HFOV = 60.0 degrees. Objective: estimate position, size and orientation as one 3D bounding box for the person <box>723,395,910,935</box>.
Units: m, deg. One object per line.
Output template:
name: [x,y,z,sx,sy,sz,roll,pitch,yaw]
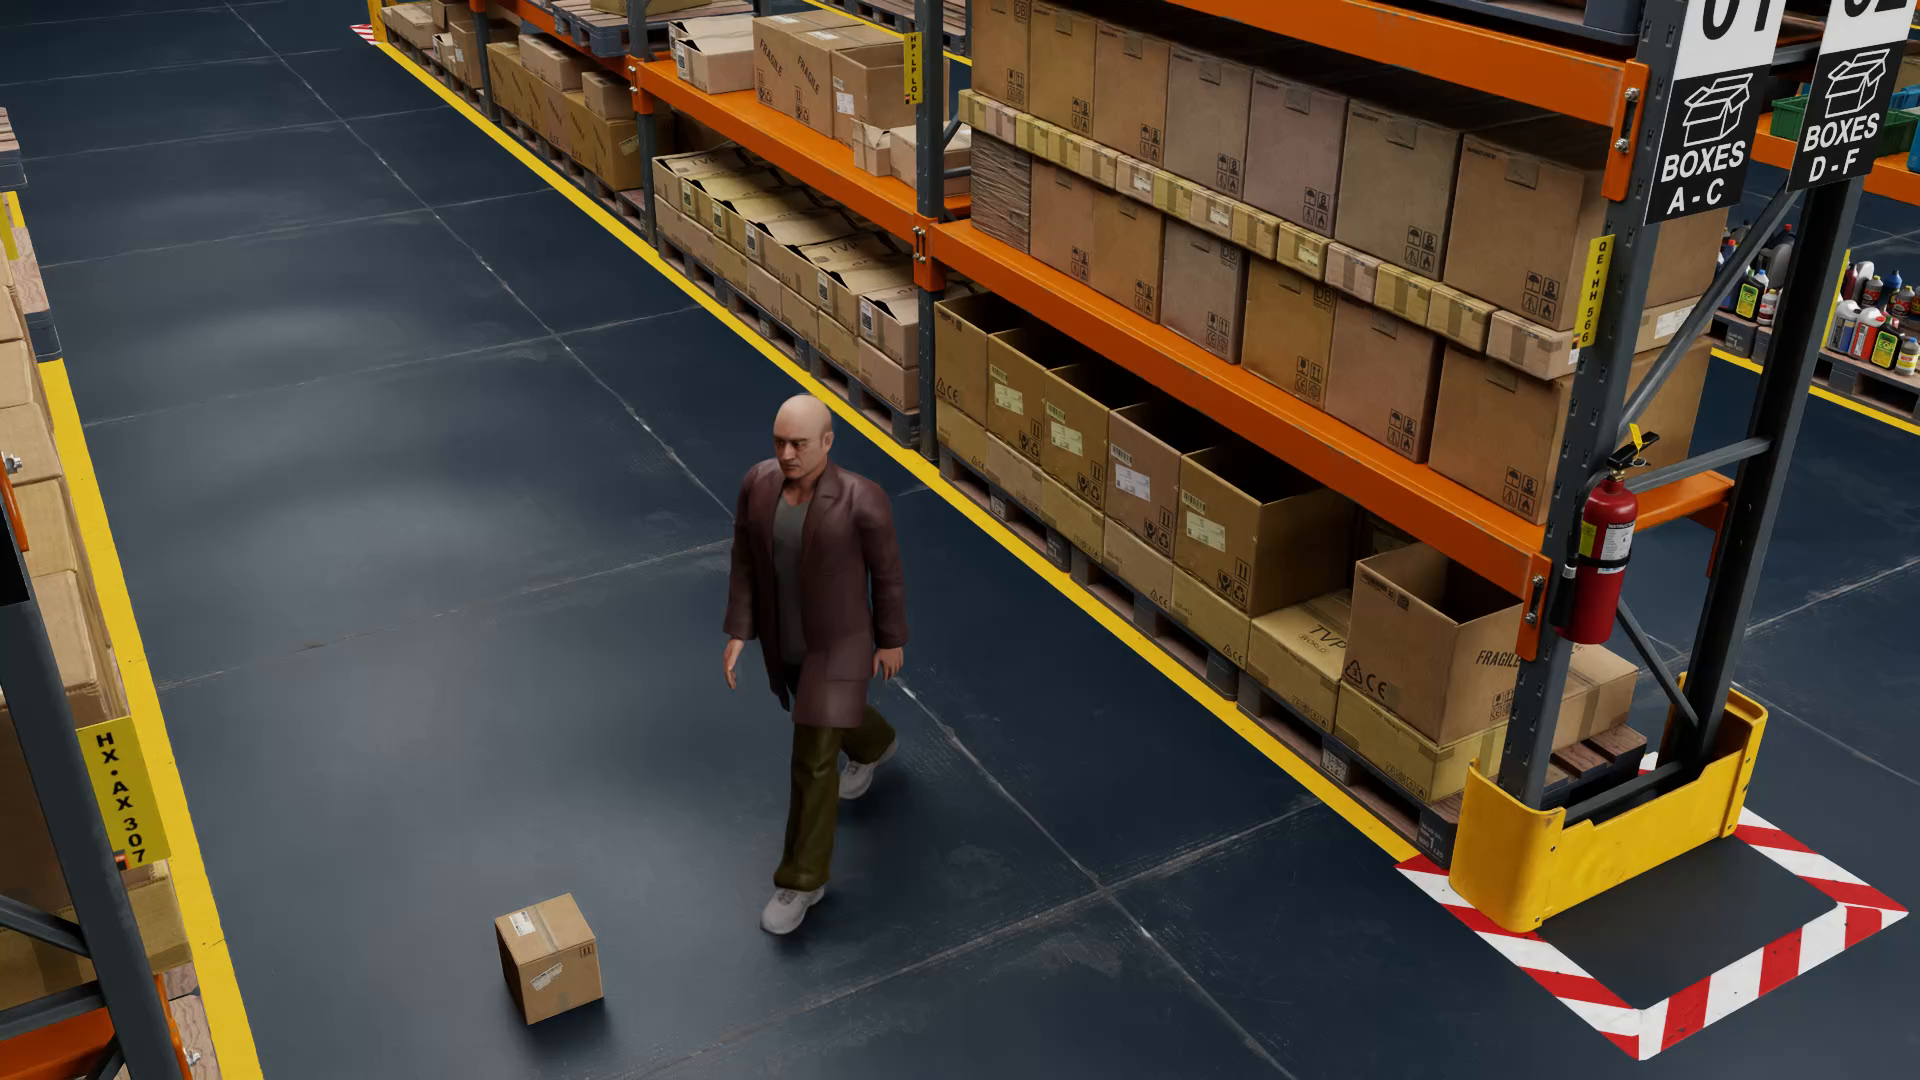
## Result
person: [-0.493,0.325,5.541,0.581,1.737,1.093,16,32,26]
